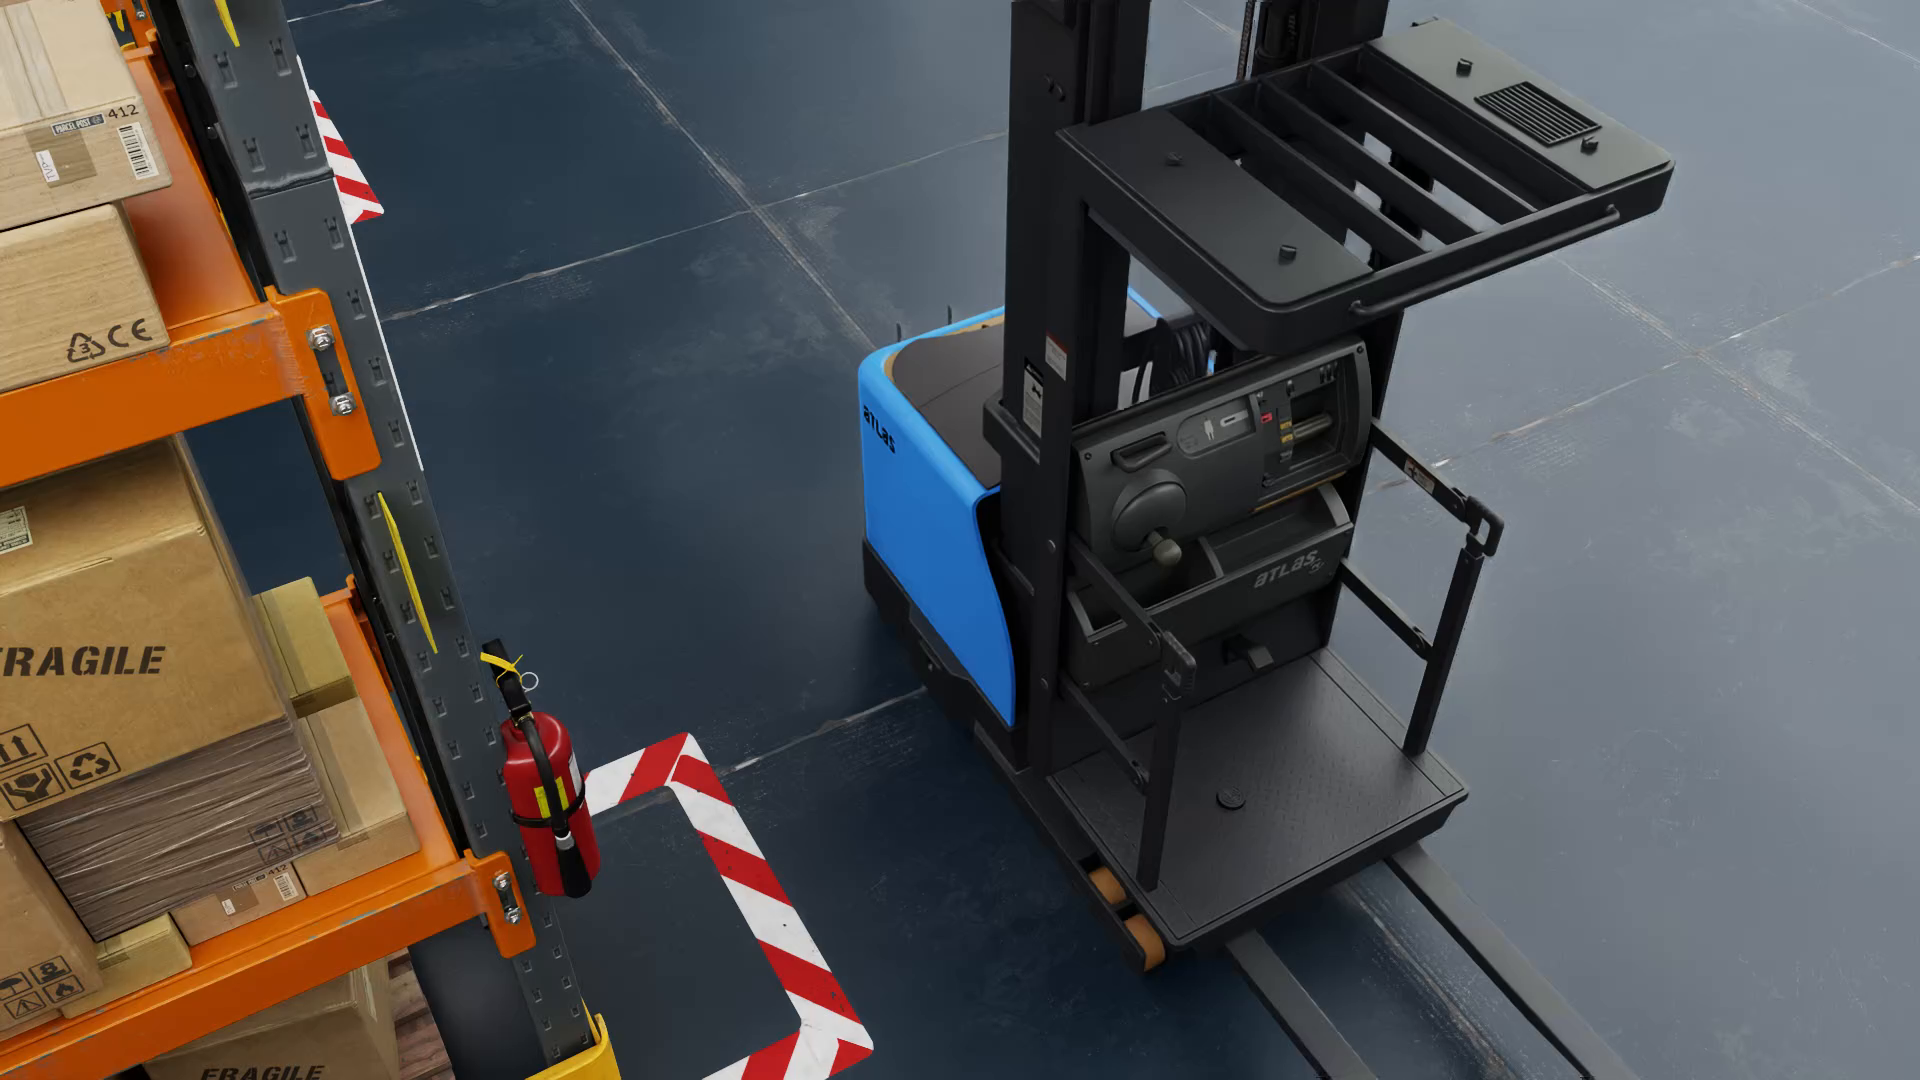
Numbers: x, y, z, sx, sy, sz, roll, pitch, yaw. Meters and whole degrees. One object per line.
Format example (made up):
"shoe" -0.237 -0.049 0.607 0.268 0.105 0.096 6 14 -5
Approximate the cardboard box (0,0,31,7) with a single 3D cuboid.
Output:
"cardboard box" -1.599 -0.960 2.753 0.250 0.149 0.380 -22 48 -21

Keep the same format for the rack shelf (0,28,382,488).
"rack shelf" -2.979 0.125 2.330 4.000 0.370 1.077 -22 48 -21

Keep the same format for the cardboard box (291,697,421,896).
"cardboard box" -1.390 0.563 3.696 0.250 0.149 0.380 -22 48 -21

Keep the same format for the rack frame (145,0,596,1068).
"rack frame" -1.245 0.250 3.839 0.127 3.000 1.000 -22 48 -21

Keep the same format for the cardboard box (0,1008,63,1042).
"cardboard box" -2.022 0.845 3.406 0.250 0.149 0.380 -22 48 -21

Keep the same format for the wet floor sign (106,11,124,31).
"wet floor sign" -4.590 -3.141 9.024 0.232 0.644 0.267 -30 52 -27

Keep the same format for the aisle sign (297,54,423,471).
"aisle sign" -1.042 -0.524 2.769 0.004 0.787 0.394 -22 48 -21

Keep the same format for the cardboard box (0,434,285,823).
"cardboard box" -1.599 0.088 3.002 0.500 0.500 0.500 -22 48 -21

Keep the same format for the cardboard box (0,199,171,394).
"cardboard box" -1.537 -0.452 2.516 0.500 0.250 0.500 -21 48 -20

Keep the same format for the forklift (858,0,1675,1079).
"forklift" 0.826 -0.147 4.297 1.130 2.935 3.031 -22 48 -21

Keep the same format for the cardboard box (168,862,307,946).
"cardboard box" -1.607 0.650 3.607 0.250 0.149 0.380 -22 48 -21

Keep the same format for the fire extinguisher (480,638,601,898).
"fire extinguisher" -0.916 0.516 3.620 0.183 0.674 0.296 -22 48 -21

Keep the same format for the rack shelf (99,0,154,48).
"rack shelf" -5.363 -1.828 6.497 4.000 0.370 1.077 -22 48 -21

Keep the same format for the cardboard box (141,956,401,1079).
"cardboard box" -1.795 1.203 4.350 0.500 0.500 0.500 -14 46 -14

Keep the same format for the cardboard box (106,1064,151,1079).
"cardboard box" -2.296 1.431 4.115 0.500 0.500 0.500 -10 45 -10

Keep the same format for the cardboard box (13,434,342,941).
"cardboard box" -1.736 0.281 3.521 0.500 0.500 0.875 -22 48 -21

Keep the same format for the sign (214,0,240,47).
"sign" -0.986 -0.802 2.133 0.005 0.325 0.100 -22 48 -21

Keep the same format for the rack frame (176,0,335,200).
"rack frame" -1.245 -1.903 1.750 0.127 3.000 1.000 -22 48 -21

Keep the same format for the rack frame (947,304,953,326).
"rack frame" 0.020 -0.430 6.047 0.006 0.900 0.240 -23 49 -22

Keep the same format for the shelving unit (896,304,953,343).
"shelving unit" -0.068 -0.393 6.009 0.210 0.900 0.258 -23 49 -22

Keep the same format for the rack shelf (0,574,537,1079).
"rack shelf" -2.979 1.202 3.374 4.000 0.370 1.077 -22 48 -21

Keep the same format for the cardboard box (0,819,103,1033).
"cardboard box" -2.110 0.527 3.268 0.500 0.500 0.875 -22 48 -21

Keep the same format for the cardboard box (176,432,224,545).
"cardboard box" -1.858 -0.226 3.325 0.500 0.500 0.500 -22 48 -21

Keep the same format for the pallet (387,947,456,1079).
"pallet" -2.033 1.537 4.514 1.213 0.211 1.003 -22 48 -21

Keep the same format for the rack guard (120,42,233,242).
"rack guard" -3.608 -1.892 7.840 0.348 0.500 1.175 -22 48 -21

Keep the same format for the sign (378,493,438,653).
"sign" -0.986 0.063 2.973 0.005 0.325 0.100 -22 48 -21

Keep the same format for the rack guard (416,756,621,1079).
"rack guard" -1.311 1.173 4.682 0.348 0.500 1.175 -22 48 -21

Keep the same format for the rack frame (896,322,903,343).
"rack frame" -0.155 -0.357 5.971 0.006 0.900 0.240 -23 49 -22

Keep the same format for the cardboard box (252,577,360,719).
"cardboard box" -1.611 0.295 3.973 0.250 0.149 0.380 -22 48 -21

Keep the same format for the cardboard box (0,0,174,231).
"cardboard box" -1.331 -0.631 2.414 0.250 0.149 0.380 -22 48 -21

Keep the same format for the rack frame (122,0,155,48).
"rack frame" -3.629 -2.781 6.961 0.127 3.000 1.000 -22 48 -21

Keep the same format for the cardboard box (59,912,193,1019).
"cardboard box" -1.798 0.768 3.486 0.250 0.149 0.380 -22 48 -21
